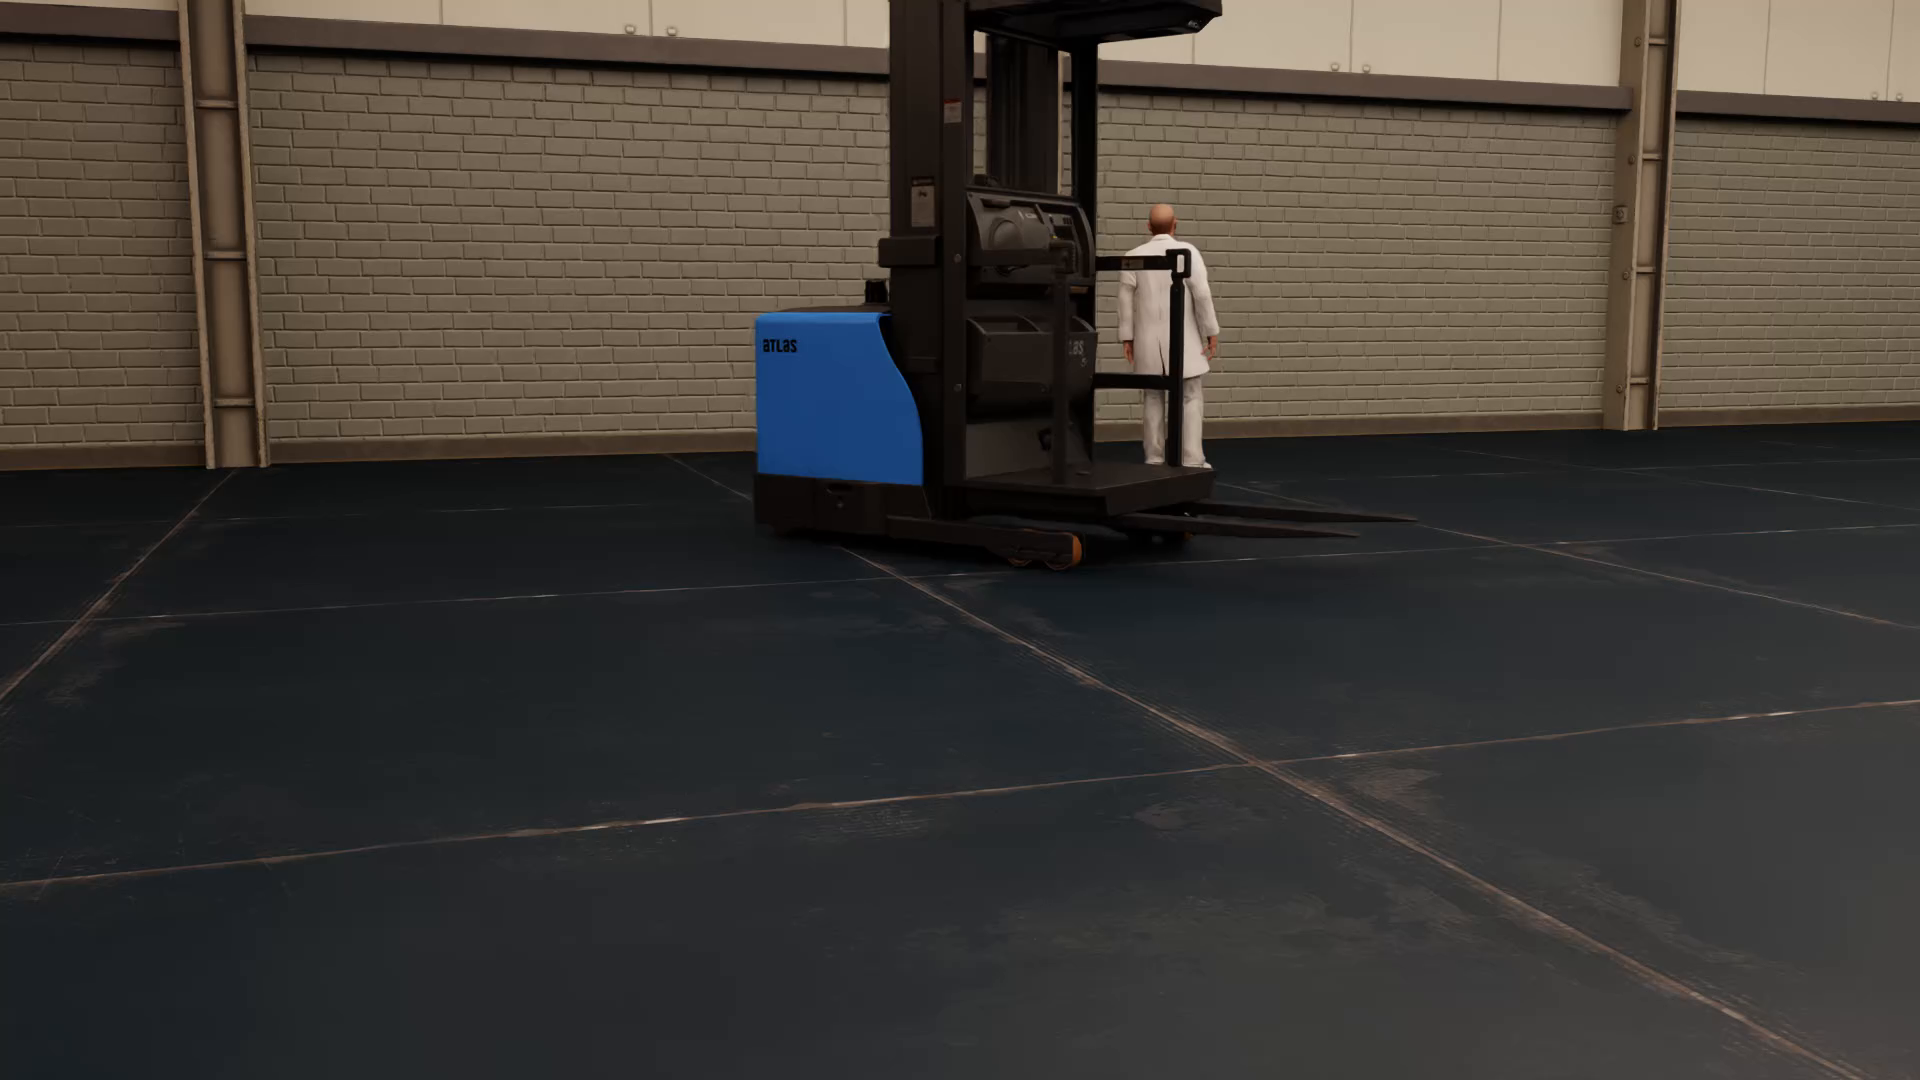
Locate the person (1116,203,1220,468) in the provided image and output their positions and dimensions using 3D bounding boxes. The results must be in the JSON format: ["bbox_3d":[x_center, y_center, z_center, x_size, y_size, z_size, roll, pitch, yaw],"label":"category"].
[{"bbox_3d":[1.391,-1.304,10.971,0.683,1.793,0.494,4,9,25],"label":"person"}]

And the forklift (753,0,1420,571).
[{"bbox_3d":[0.496,-1.404,7.373,3.031,2.935,1.130,6,10,36],"label":"forklift"}]
